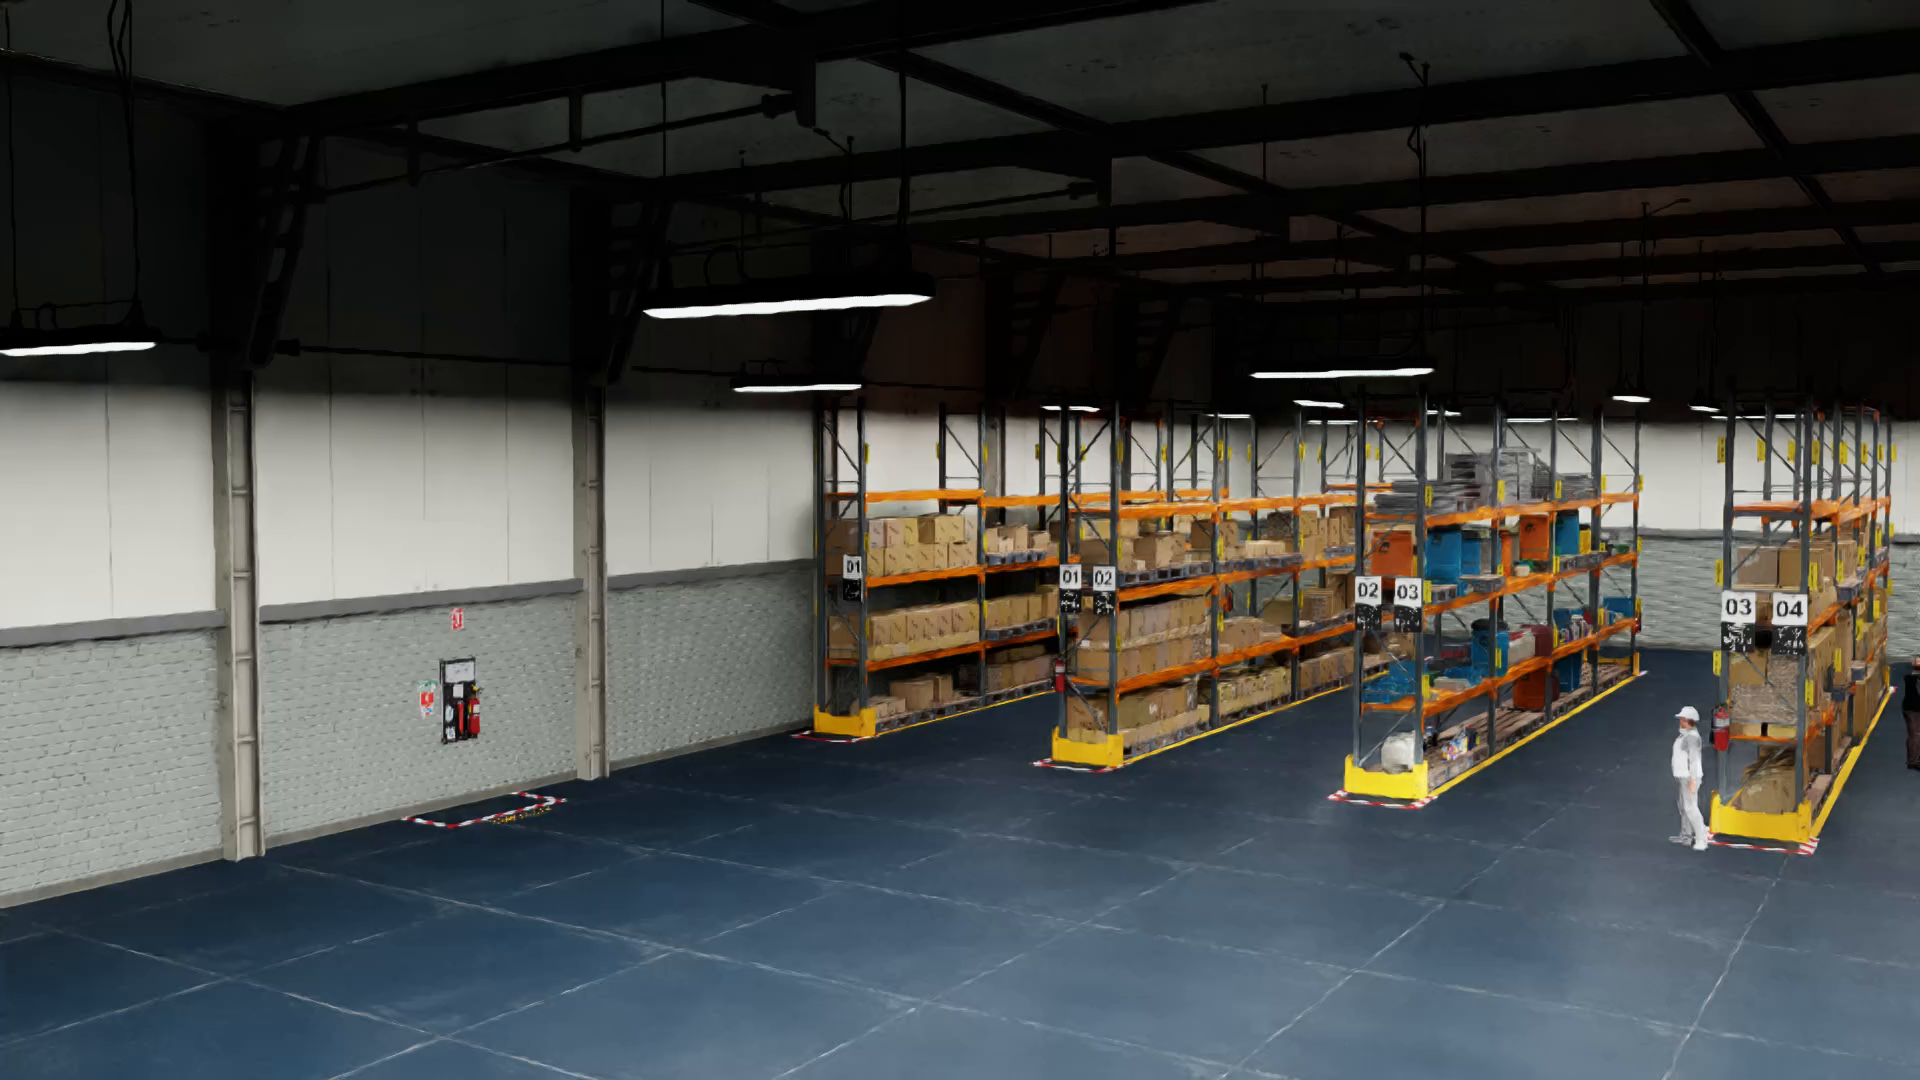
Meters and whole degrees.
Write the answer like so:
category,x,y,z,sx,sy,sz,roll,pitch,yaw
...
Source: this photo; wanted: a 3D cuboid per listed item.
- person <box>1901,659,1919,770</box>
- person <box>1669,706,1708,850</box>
category,x,y,z,sx,sy,sz,roll,pitch,yaw
person,15.184,2.741,26.310,0.463,1.731,0.598,0,3,5
person,9.296,3.008,21.163,0.440,1.775,0.651,1,3,20
